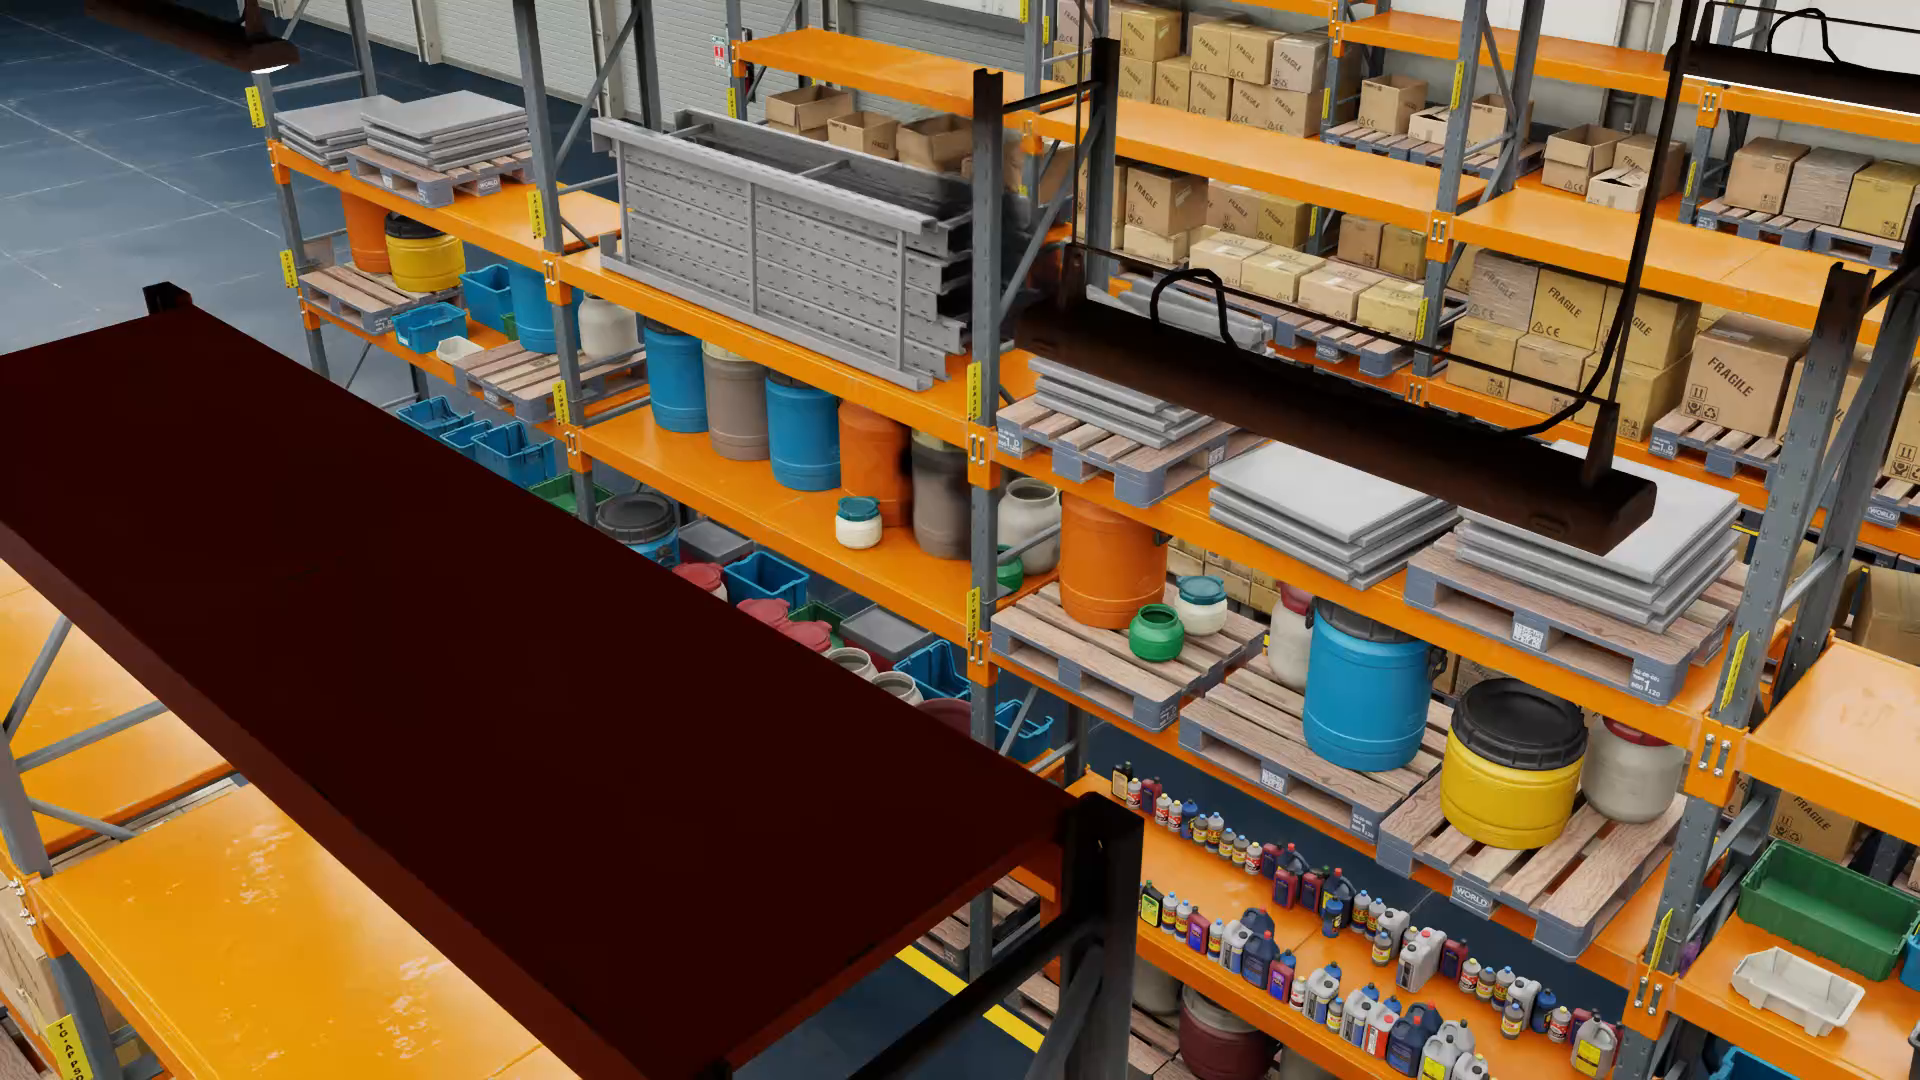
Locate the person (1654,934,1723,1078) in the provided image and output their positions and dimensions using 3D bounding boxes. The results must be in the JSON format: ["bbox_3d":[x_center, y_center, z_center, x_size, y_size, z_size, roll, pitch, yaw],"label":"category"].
[{"bbox_3d":[4.366,2.768,9.721,0.587,1.622,0.704,-20,35,-32],"label":"person"}]

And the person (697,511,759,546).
[{"bbox_3d":[-1.999,-0.107,14.837,0.882,1.571,0.694,17,34,27],"label":"person"}]
